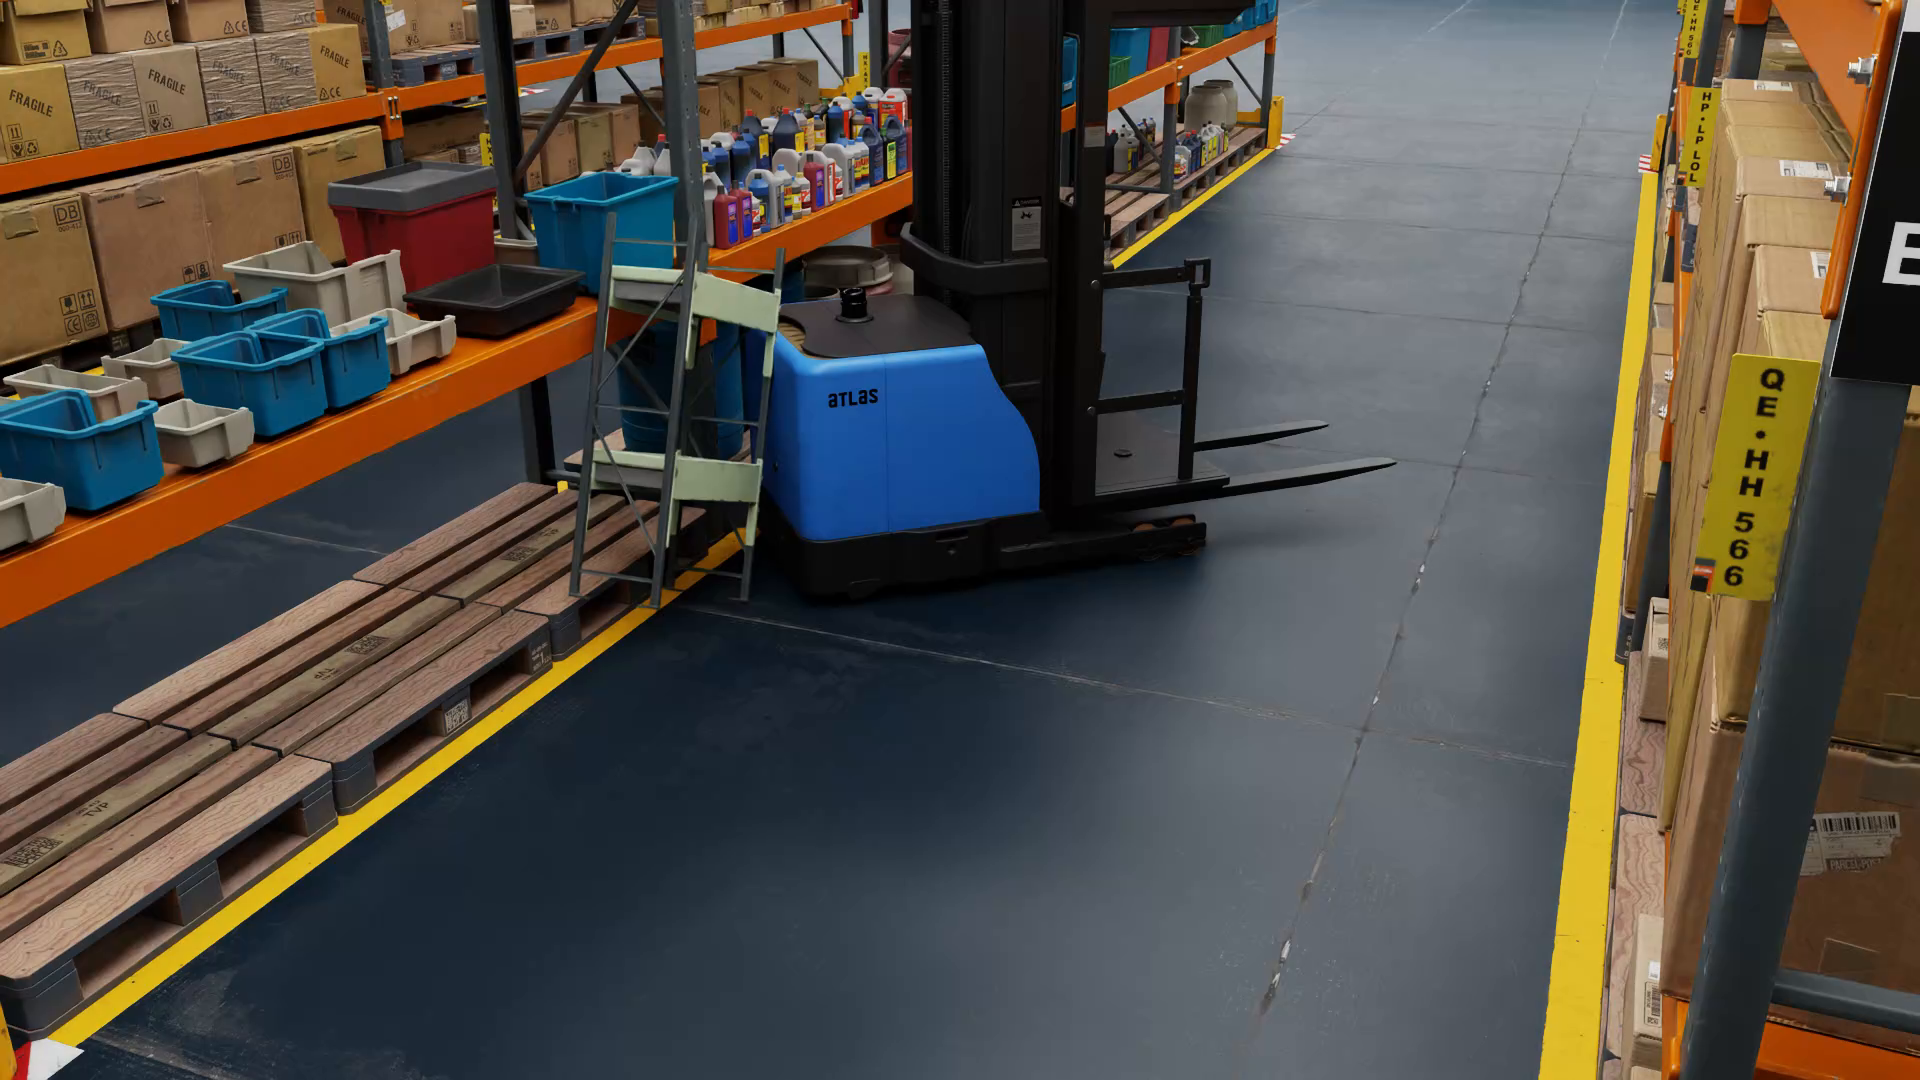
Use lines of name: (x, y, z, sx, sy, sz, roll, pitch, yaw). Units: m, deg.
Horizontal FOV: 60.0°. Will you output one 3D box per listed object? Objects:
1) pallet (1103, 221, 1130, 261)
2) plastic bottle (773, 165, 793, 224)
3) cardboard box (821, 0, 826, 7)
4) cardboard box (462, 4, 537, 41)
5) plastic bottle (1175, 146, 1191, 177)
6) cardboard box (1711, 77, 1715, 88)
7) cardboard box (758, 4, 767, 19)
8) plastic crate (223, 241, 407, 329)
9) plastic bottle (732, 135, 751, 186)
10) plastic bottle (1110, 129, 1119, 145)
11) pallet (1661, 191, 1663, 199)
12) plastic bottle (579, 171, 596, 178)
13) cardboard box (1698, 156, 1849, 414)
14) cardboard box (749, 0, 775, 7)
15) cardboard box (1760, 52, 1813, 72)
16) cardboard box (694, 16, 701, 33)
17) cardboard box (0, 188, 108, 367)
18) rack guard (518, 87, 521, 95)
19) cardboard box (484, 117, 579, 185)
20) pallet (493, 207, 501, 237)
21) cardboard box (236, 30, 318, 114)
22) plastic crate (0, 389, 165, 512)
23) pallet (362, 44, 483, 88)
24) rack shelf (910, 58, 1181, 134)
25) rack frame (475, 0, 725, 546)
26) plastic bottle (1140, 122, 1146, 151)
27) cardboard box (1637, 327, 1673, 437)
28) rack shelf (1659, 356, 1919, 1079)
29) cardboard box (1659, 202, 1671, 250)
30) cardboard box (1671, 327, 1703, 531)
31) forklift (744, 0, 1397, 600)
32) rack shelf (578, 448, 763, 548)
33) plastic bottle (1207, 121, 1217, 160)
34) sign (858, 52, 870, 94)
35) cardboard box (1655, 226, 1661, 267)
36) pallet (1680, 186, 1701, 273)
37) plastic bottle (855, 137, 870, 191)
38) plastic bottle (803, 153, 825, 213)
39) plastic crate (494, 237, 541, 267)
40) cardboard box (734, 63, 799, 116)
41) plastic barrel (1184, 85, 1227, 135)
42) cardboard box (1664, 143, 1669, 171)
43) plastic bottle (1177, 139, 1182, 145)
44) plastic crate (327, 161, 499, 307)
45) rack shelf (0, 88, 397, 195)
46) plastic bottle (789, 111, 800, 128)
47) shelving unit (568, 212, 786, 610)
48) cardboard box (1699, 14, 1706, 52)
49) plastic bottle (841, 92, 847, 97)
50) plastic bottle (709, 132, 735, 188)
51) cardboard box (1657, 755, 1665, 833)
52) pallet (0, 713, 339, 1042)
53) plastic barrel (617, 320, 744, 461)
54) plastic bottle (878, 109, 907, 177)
pallet: (0.675, -2.303, 12.989, 1.003, 0.211, 1.213, 9, 24, 20)
plastic bottle: (-0.859, -1.672, 8.027, 0.097, 0.271, 0.097, 0, 23, 0)
cardboard box: (-1.738, -6.118, 18.831, 0.380, 0.149, 0.250, 9, 24, 20)
cardboard box: (-3.866, -4.283, 13.763, 0.500, 0.250, 0.500, 8, 24, 19)
plastic bottle: (2.003, -3.431, 15.036, 0.152, 0.276, 0.135, 10, 25, 22)
cardboard box: (5.461, -3.200, 11.845, 0.380, 0.149, 0.250, 9, 24, 20)
cardboard box: (-2.261, -5.576, 17.533, 0.380, 0.149, 0.250, 9, 24, 20)
plastic crate: (-2.327, -0.904, 6.099, 0.437, 0.282, 0.530, 9, 24, 20)
plastic bottle: (-1.161, -2.011, 8.839, 0.097, 0.271, 0.097, 0, 23, 0)
plastic bottle: (1.425, -3.635, 15.428, 0.144, 0.351, 0.185, 8, 24, 17)
pallet: (6.766, -3.034, 14.739, 1.003, 0.211, 1.213, 9, 24, 20)
plastic bottle: (-1.743, -1.582, 7.805, 0.152, 0.276, 0.135, 9, 24, 20)
cardboard box: (1.999, -0.567, 3.788, 0.500, 0.500, 0.500, 10, 25, 22)
cardboard box: (-2.457, -5.899, 17.466, 0.875, 0.500, 0.500, 9, 24, 20)
cardboard box: (4.365, -2.171, 8.381, 0.700, 0.500, 0.500, 1, 23, 2)
cardboard box: (-2.752, -5.029, 16.224, 0.380, 0.149, 0.250, 9, 24, 20)
cardboard box: (-5.968, -1.606, 9.914, 1.225, 0.875, 0.875, 9, 24, 20)
rack guard: (-6.289, -6.056, 21.600, 1.175, 0.500, 0.348, 9, 24, 20)
cardboard box: (-3.866, -3.488, 14.881, 0.700, 0.500, 0.500, 7, 24, 15)
pallet: (-4.410, -2.585, 13.664, 1.003, 0.211, 1.213, 9, 24, 20)
cardboard box: (-4.846, -3.248, 11.505, 0.500, 0.500, 0.500, 9, 24, 20)
plastic crate: (-2.433, -0.247, 4.590, 0.416, 0.233, 0.300, 9, 24, 20)
pallet: (-4.536, -3.774, 13.142, 1.213, 0.211, 1.003, 9, 24, 20)
rack shelf: (0.640, -3.267, 12.612, 1.077, 0.370, 4.000, 9, 24, 20)
rack frame: (-1.589, -1.451, 7.333, 1.000, 3.000, 0.127, 9, 24, 20)
plastic bottle: (1.778, -3.963, 16.315, 0.097, 0.271, 0.097, 0, 23, 0)
cardboard box: (3.680, -0.733, 8.286, 0.500, 0.500, 0.500, 8, 24, 19)
rack shelf: (2.266, 0.307, 4.057, 1.077, 0.370, 4.000, 9, 24, 20)
cardboard box: (5.026, -2.125, 11.241, 0.500, 0.311, 0.500, 9, 24, 22)
cardboard box: (2.191, -0.281, 4.402, 0.500, 0.500, 0.500, 9, 24, 20)
forklift: (0.590, -1.438, 7.390, 3.031, 2.935, 1.130, -8, 24, -19)
rack shelf: (-1.168, -0.180, 6.768, 0.431, 0.370, 0.720, 7, 3, 20)
plastic bottle: (2.365, -3.811, 15.847, 0.144, 0.351, 0.185, 10, 25, 22)
sign: (-0.617, -3.034, 10.911, 0.100, 0.325, 0.005, 9, 24, 20)
cardboard box: (5.219, -2.051, 11.792, 0.500, 0.250, 0.500, 8, 24, 18)
pallet: (3.776, -1.387, 7.428, 1.003, 0.211, 1.213, 9, 24, 20)
plastic bottle: (-0.529, -1.990, 8.789, 0.097, 0.271, 0.097, 0, 23, 0)
plastic bottle: (-0.727, -1.786, 8.284, 0.061, 0.283, 0.133, 9, 24, 20)
plastic crate: (-1.895, -1.211, 7.023, 0.396, 0.136, 0.243, 9, 24, 20)
cardboard box: (-2.168, -5.055, 18.659, 0.500, 0.500, 0.500, 16, 28, 34)
plastic barrel: (2.509, -4.366, 16.993, 0.421, 0.512, 0.421, 0, 23, 0)
cardboard box: (6.692, -3.442, 15.121, 0.500, 0.250, 0.500, 9, 24, 20)
plastic bottle: (2.009, -3.557, 15.343, 0.097, 0.271, 0.097, 0, 23, 0)
plastic crate: (-2.154, -1.225, 6.630, 0.402, 0.464, 0.583, 9, 24, 20)
rack shelf: (-5.445, -2.544, 10.883, 1.077, 0.370, 4.000, 9, 24, 20)
plastic bottle: (-0.976, -2.347, 9.643, 0.097, 0.271, 0.097, 0, 23, 0)
shelving unit: (-1.131, -0.504, 6.753, 0.431, 1.500, 0.755, 7, 3, 20)
cardboard box: (6.708, -4.362, 14.171, 0.700, 0.500, 0.500, 10, 24, 22)
plastic bottle: (-0.729, -2.609, 10.257, 0.061, 0.283, 0.133, 9, 24, 20)
plastic bottle: (-1.284, -2.024, 8.864, 0.152, 0.276, 0.135, 9, 24, 20)
cardboard box: (2.340, 0.794, 5.063, 0.380, 0.166, 0.250, 9, 24, 20)
pallet: (-2.732, 0.977, 5.137, 1.003, 0.211, 1.213, 9, 24, 20)
plastic barrel: (-1.371, -0.869, 8.117, 0.600, 0.901, 0.708, 9, 24, 20)
plastic bottle: (-0.380, -2.194, 9.175, 0.144, 0.351, 0.185, 9, 24, 20)
